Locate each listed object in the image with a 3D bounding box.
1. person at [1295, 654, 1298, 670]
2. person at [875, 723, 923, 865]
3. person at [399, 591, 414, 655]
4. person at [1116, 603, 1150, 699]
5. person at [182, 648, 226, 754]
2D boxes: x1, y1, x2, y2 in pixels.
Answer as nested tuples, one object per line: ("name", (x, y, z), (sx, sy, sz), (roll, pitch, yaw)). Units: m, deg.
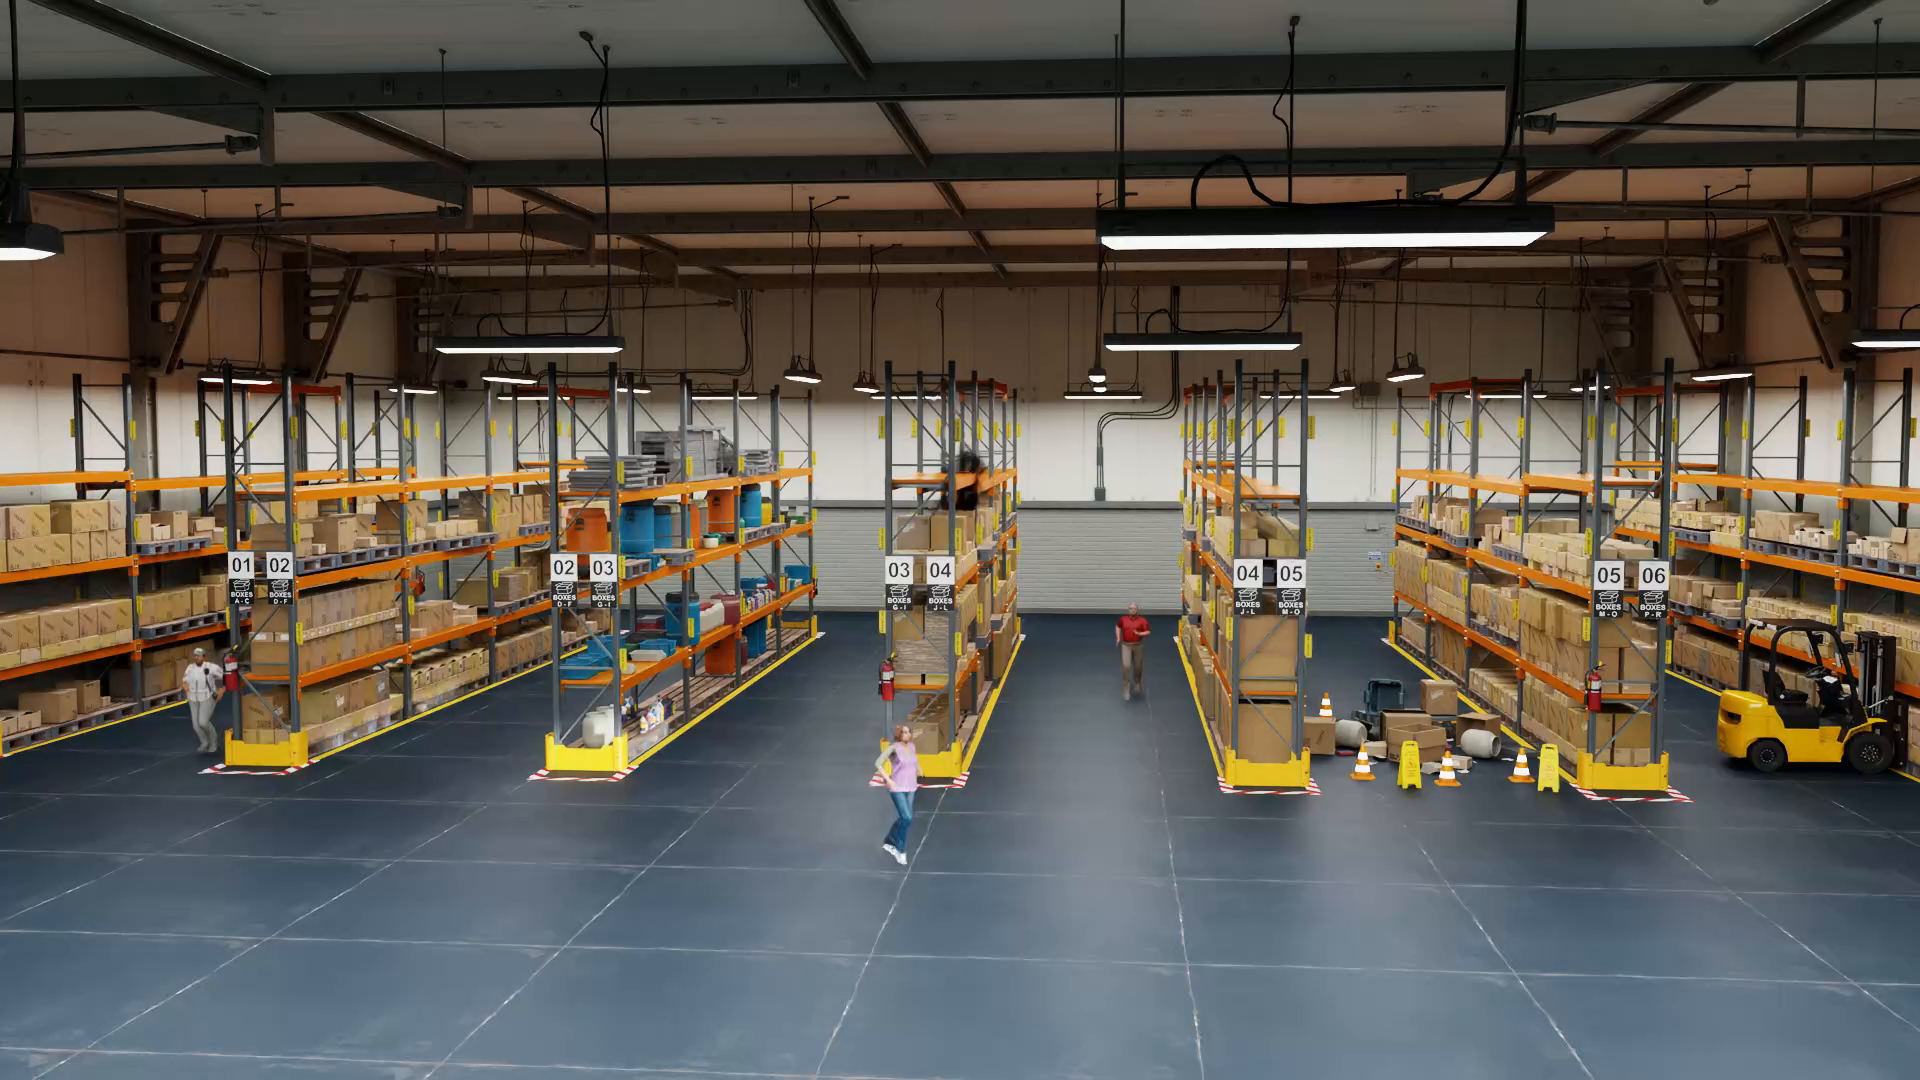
("person", (6.763, 1.845, 34.376), (0.665, 1.761, 0.895), (0, 4, -5))
("person", (-0.670, 2.955, 19.317), (0.601, 1.660, 0.540), (3, 5, 43))
("person", (-11.699, 1.890, 35.305), (0.583, 1.615, 0.558), (0, 4, 0))
("person", (3.252, 2.062, 31.286), (0.653, 1.748, 0.921), (0, 4, 7))
("person", (-11.721, 2.493, 25.731), (0.626, 1.658, 0.637), (0, 4, 1))
